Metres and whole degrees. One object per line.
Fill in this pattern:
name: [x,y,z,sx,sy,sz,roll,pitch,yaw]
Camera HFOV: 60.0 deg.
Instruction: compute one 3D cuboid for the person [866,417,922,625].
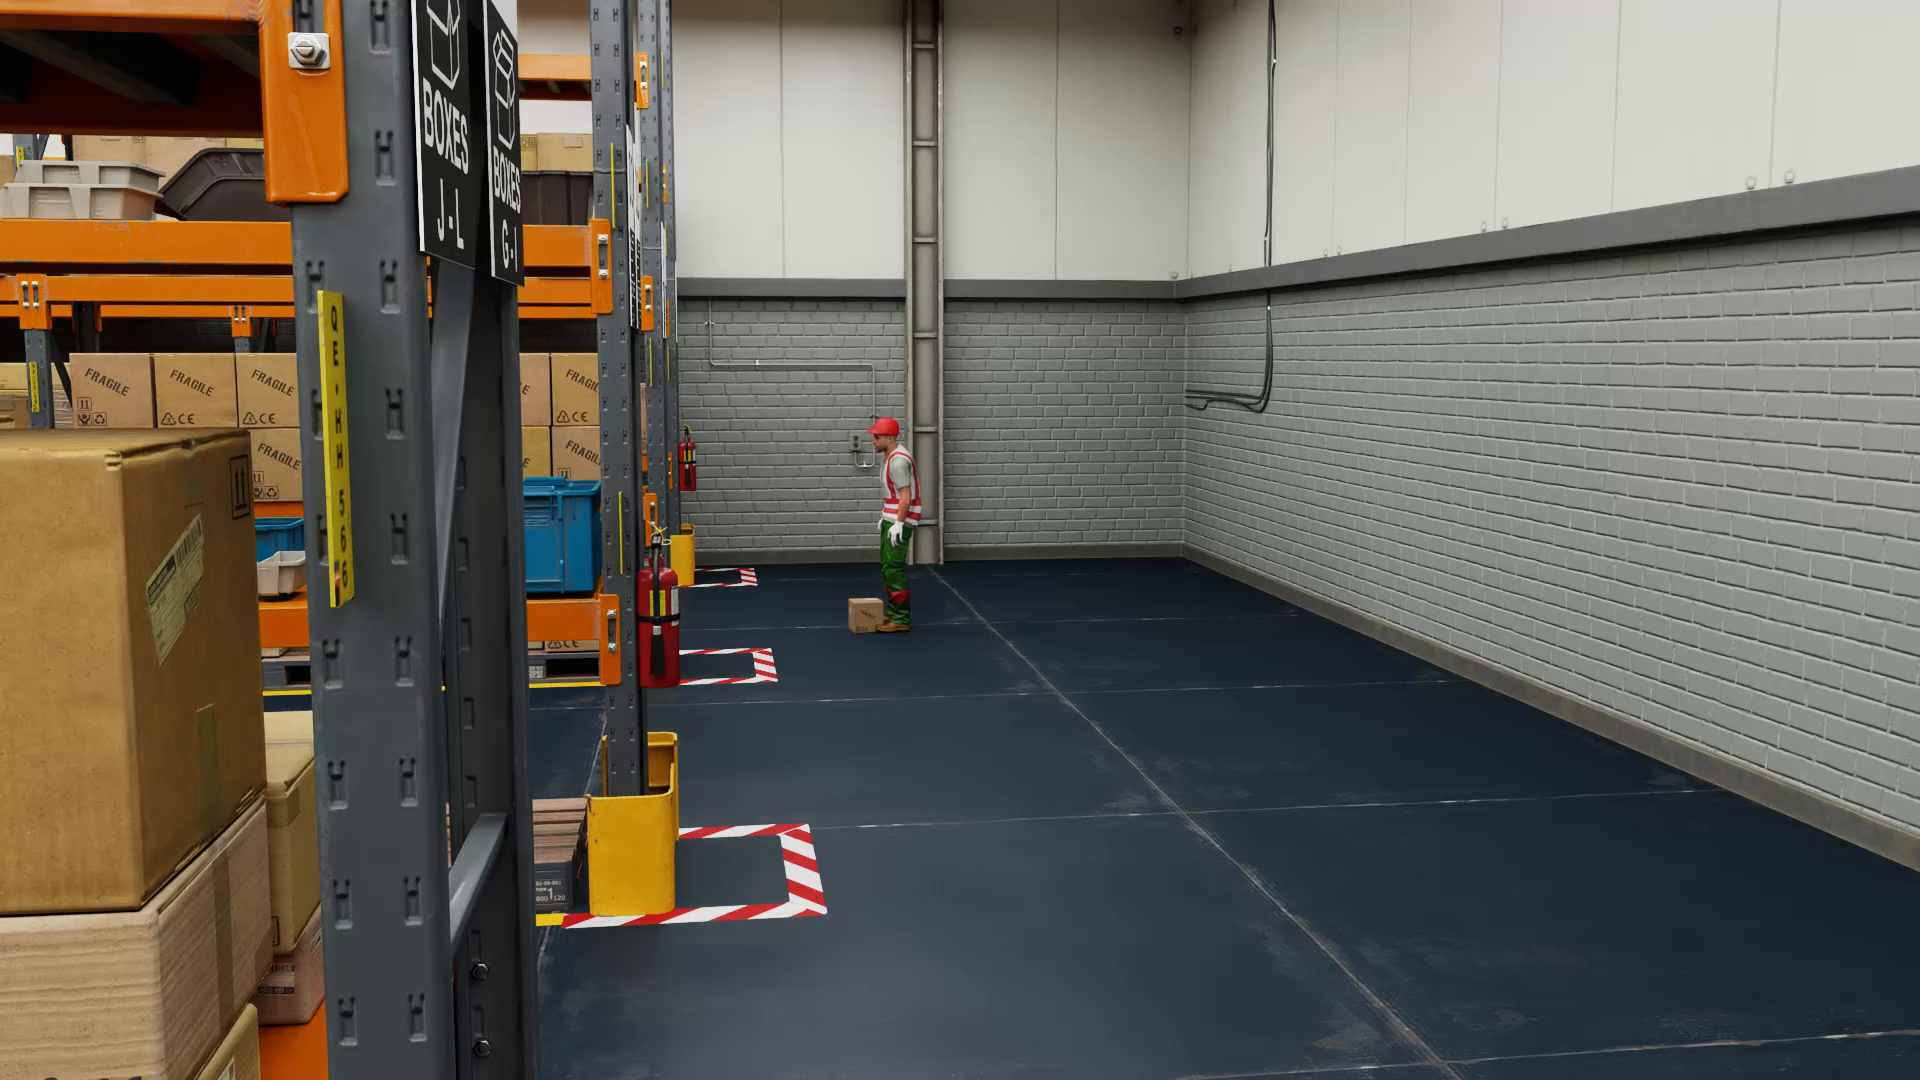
person: [-0.559,-0.160,13.819,0.451,1.720,0.582,-1,7,-12]
